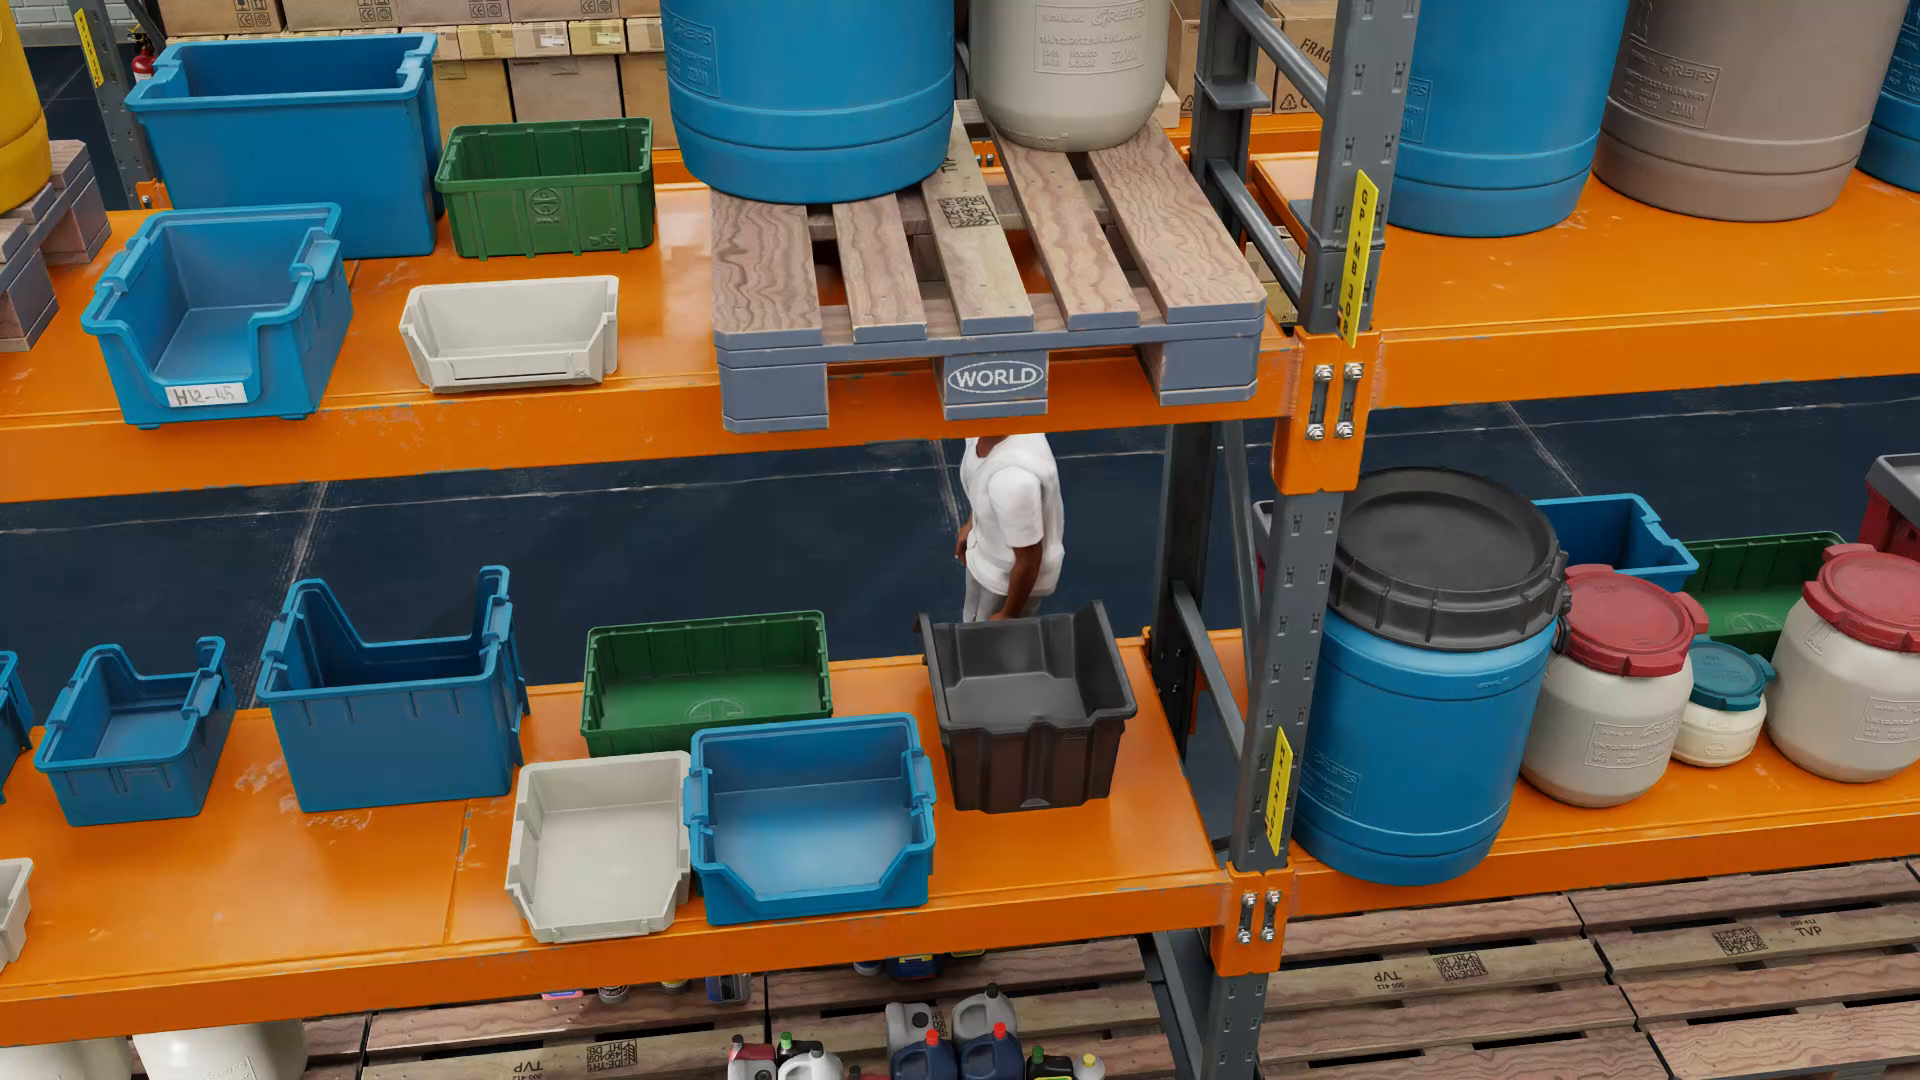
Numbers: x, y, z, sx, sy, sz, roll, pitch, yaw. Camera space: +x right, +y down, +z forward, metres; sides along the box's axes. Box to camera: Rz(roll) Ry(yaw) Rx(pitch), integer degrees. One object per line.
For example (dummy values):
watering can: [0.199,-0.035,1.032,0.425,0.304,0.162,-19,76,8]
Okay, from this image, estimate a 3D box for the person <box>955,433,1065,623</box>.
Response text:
person: [0.128,0.104,5.980,0.454,1.757,0.637,-6,35,-8]
